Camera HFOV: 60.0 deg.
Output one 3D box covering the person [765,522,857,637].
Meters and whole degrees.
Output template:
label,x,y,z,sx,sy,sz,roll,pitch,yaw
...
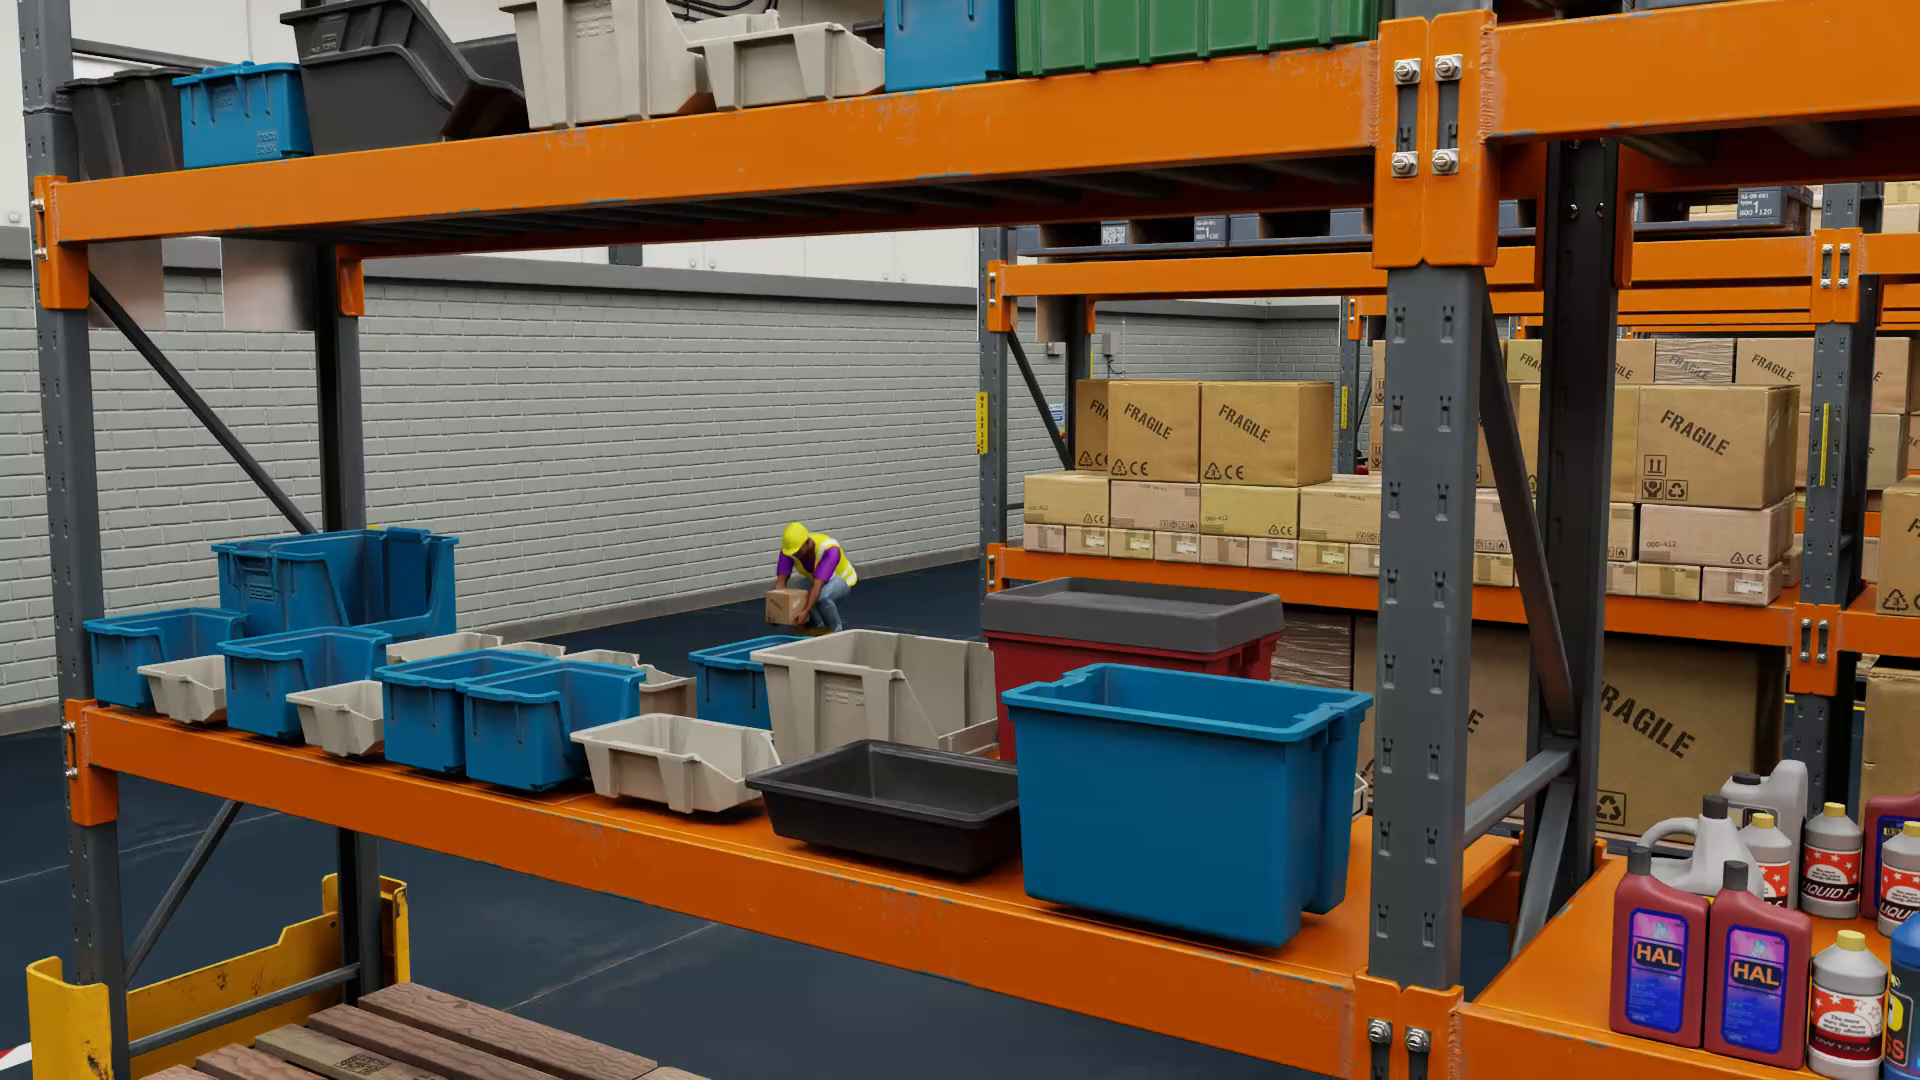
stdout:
label,x,y,z,sx,sy,sz,roll,pitch,yaw
person,-1.190,0.332,13.649,0.546,1.013,0.897,4,7,32
